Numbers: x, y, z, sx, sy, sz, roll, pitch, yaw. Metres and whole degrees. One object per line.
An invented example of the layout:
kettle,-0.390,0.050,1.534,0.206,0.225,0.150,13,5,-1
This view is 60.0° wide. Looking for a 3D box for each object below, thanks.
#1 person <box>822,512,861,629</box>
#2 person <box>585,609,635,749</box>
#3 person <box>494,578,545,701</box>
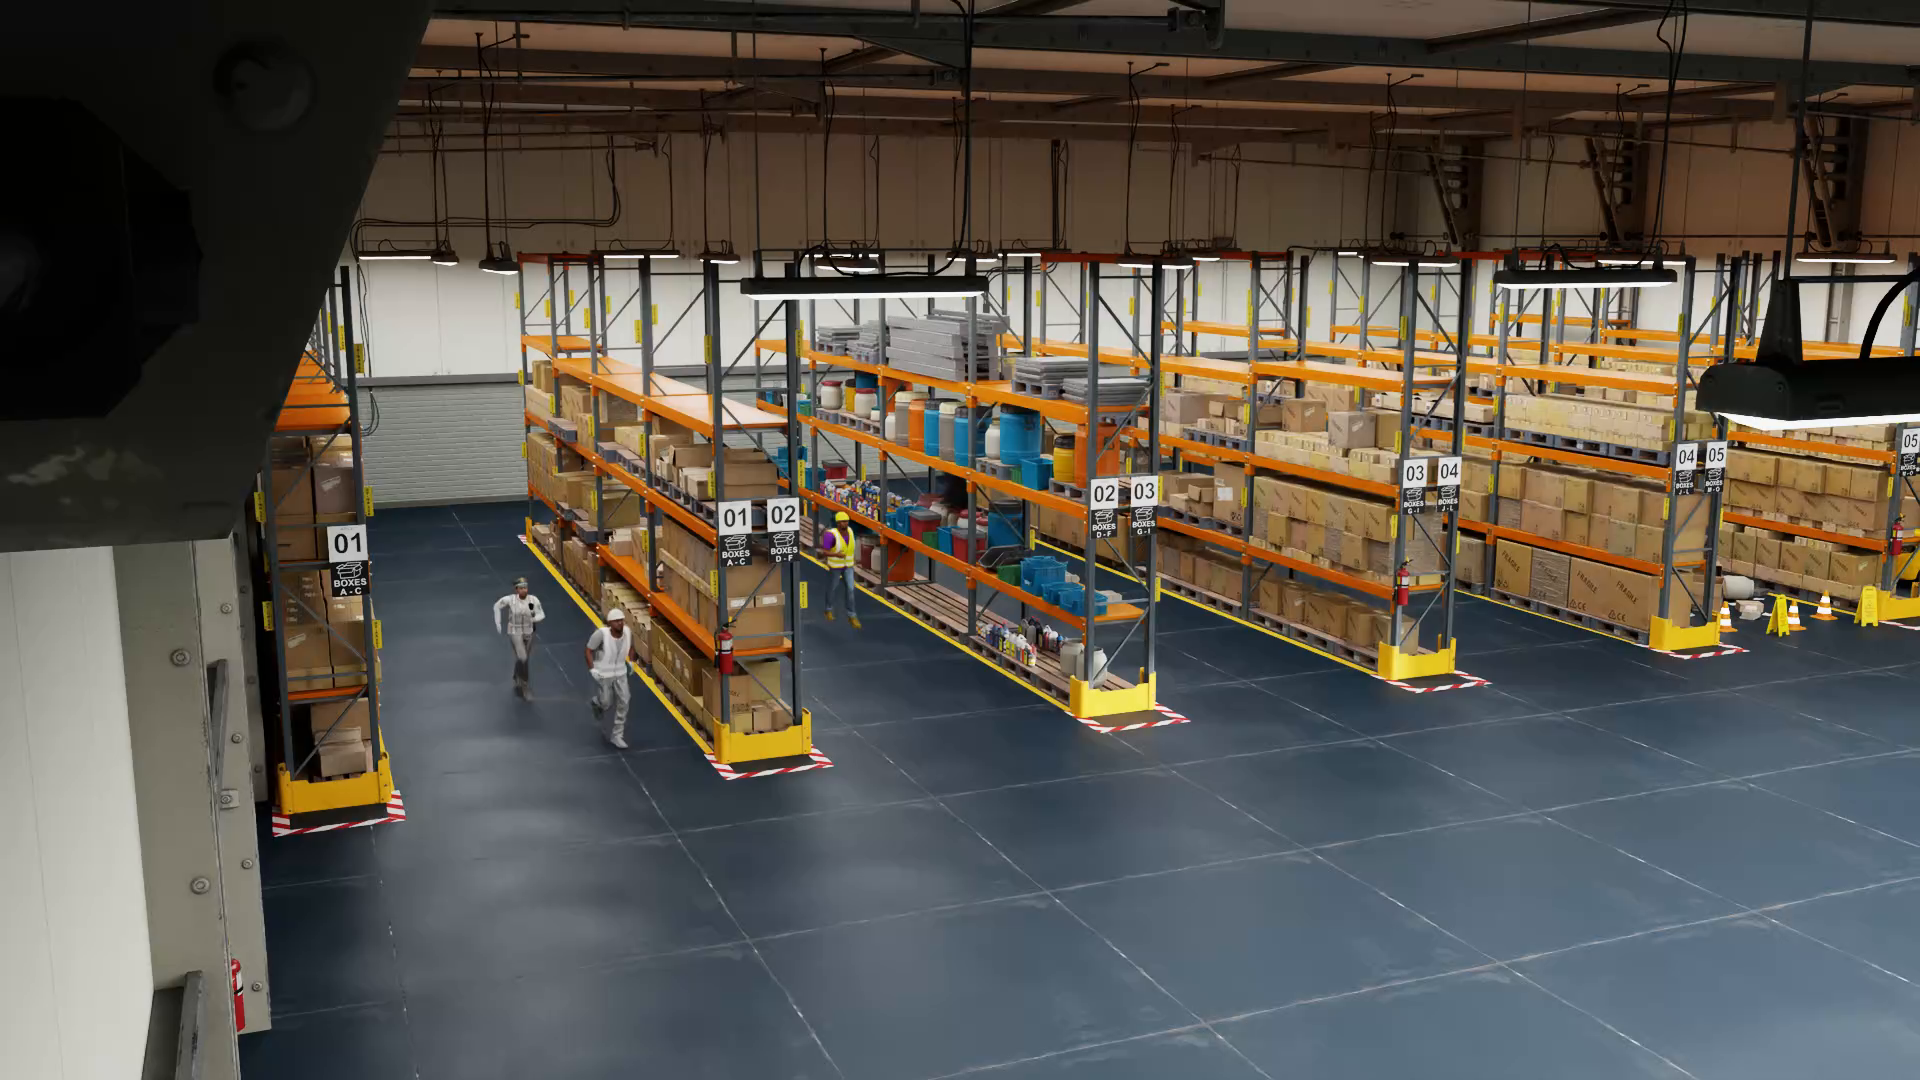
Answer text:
person,-1.882,0.442,26.050,0.640,1.812,0.837,-6,12,-30
person,-4.424,1.699,21.033,0.684,1.757,0.891,-7,13,-34
person,-6.105,1.335,23.113,0.636,1.727,0.829,-6,12,-29
